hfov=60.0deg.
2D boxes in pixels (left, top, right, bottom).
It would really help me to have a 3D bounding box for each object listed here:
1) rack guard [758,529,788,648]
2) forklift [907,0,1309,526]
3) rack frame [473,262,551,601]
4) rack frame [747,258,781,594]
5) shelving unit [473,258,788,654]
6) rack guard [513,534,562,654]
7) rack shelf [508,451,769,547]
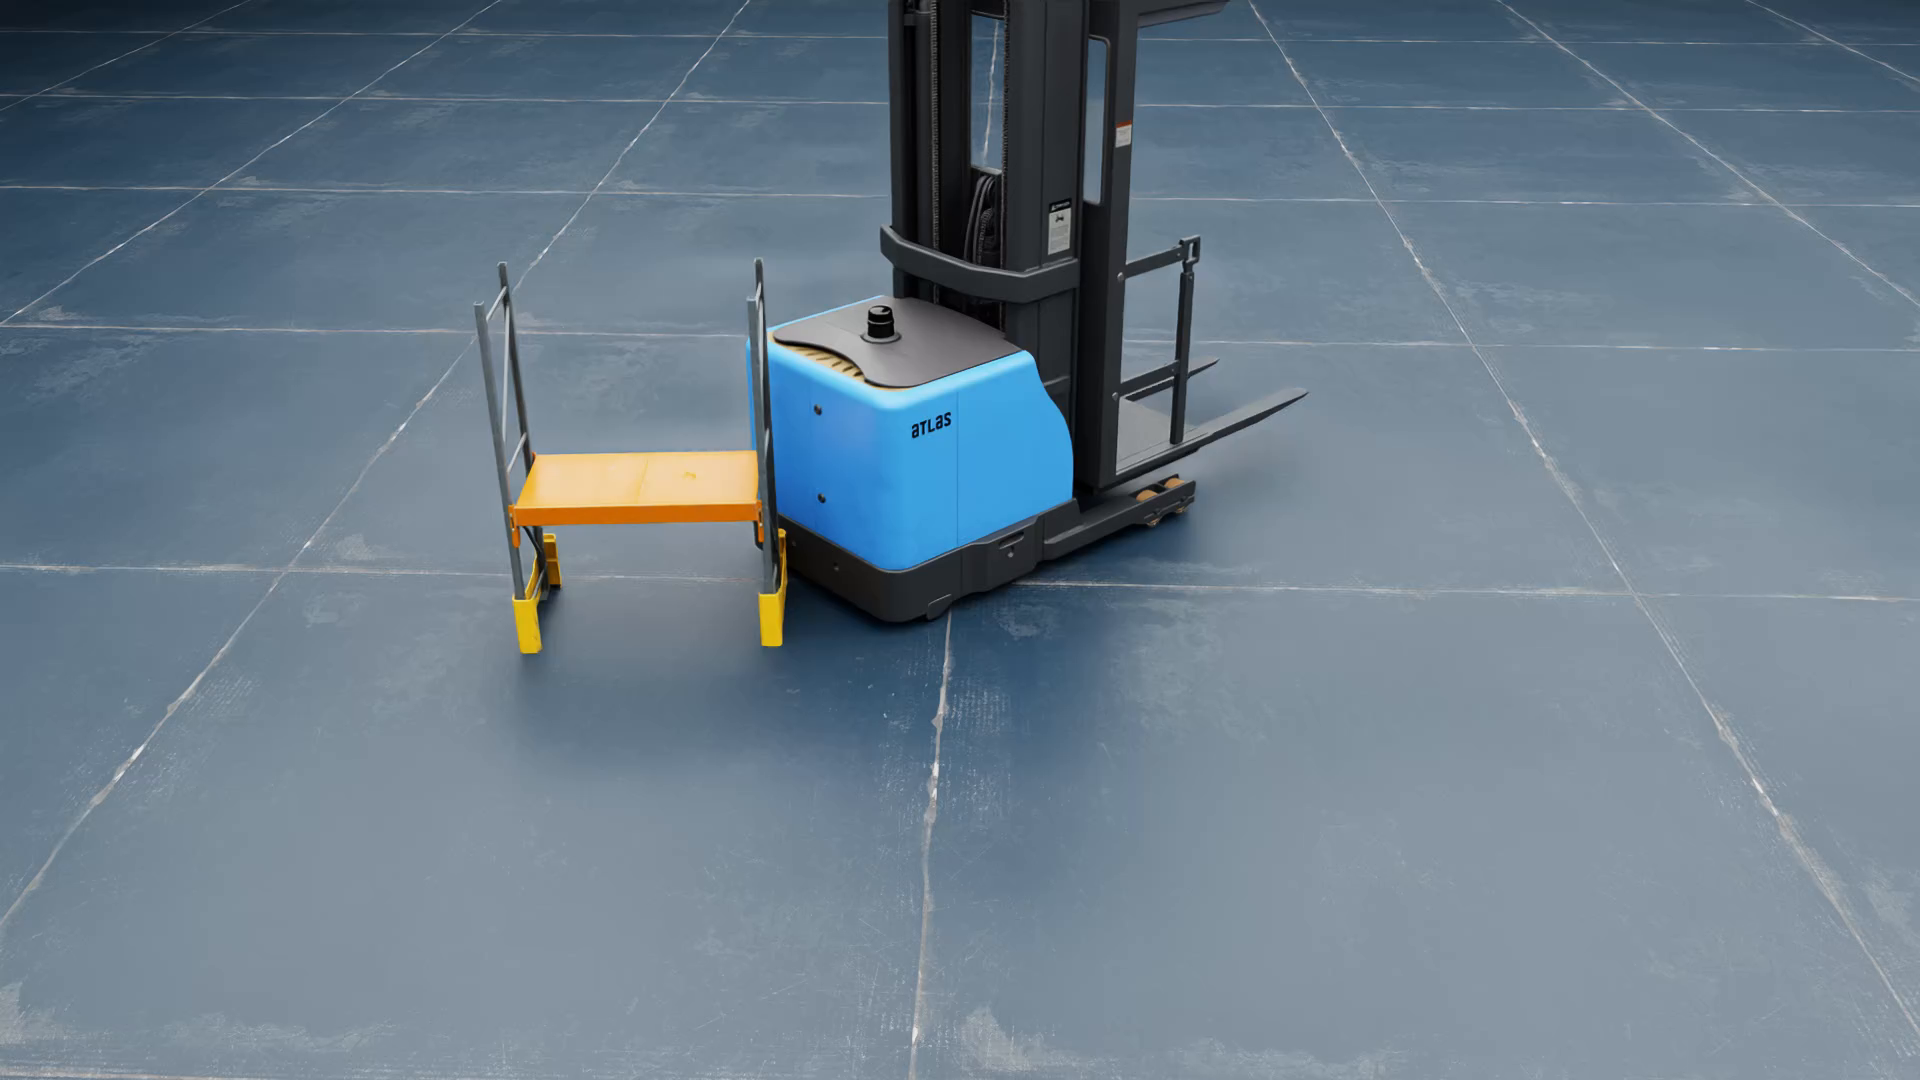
[{"bbox_3d":[-0.797,0.199,7.108,0.087,0.250,0.587,-1,28,-2],"label":"rack guard"},{"bbox_3d":[0.496,-1.523,7.493,3.031,2.935,1.121,-23,36,-36],"label":"forklift"},{"bbox_3d":[-1.812,-0.331,6.772,0.032,1.500,0.500,-1,28,-2],"label":"rack frame"},{"bbox_3d":[-0.796,-0.353,6.815,0.032,1.500,0.500,-1,28,-2],"label":"rack frame"},{"bbox_3d":[-1.295,-0.342,6.794,1.083,1.500,0.587,-1,28,-2],"label":"shelving unit"},{"bbox_3d":[-1.792,0.221,7.066,0.087,0.250,0.587,-1,28,-2],"label":"rack guard"},{"bbox_3d":[-1.304,-0.183,6.878,1.000,0.185,0.538,-1,28,-2],"label":"rack shelf"}]
